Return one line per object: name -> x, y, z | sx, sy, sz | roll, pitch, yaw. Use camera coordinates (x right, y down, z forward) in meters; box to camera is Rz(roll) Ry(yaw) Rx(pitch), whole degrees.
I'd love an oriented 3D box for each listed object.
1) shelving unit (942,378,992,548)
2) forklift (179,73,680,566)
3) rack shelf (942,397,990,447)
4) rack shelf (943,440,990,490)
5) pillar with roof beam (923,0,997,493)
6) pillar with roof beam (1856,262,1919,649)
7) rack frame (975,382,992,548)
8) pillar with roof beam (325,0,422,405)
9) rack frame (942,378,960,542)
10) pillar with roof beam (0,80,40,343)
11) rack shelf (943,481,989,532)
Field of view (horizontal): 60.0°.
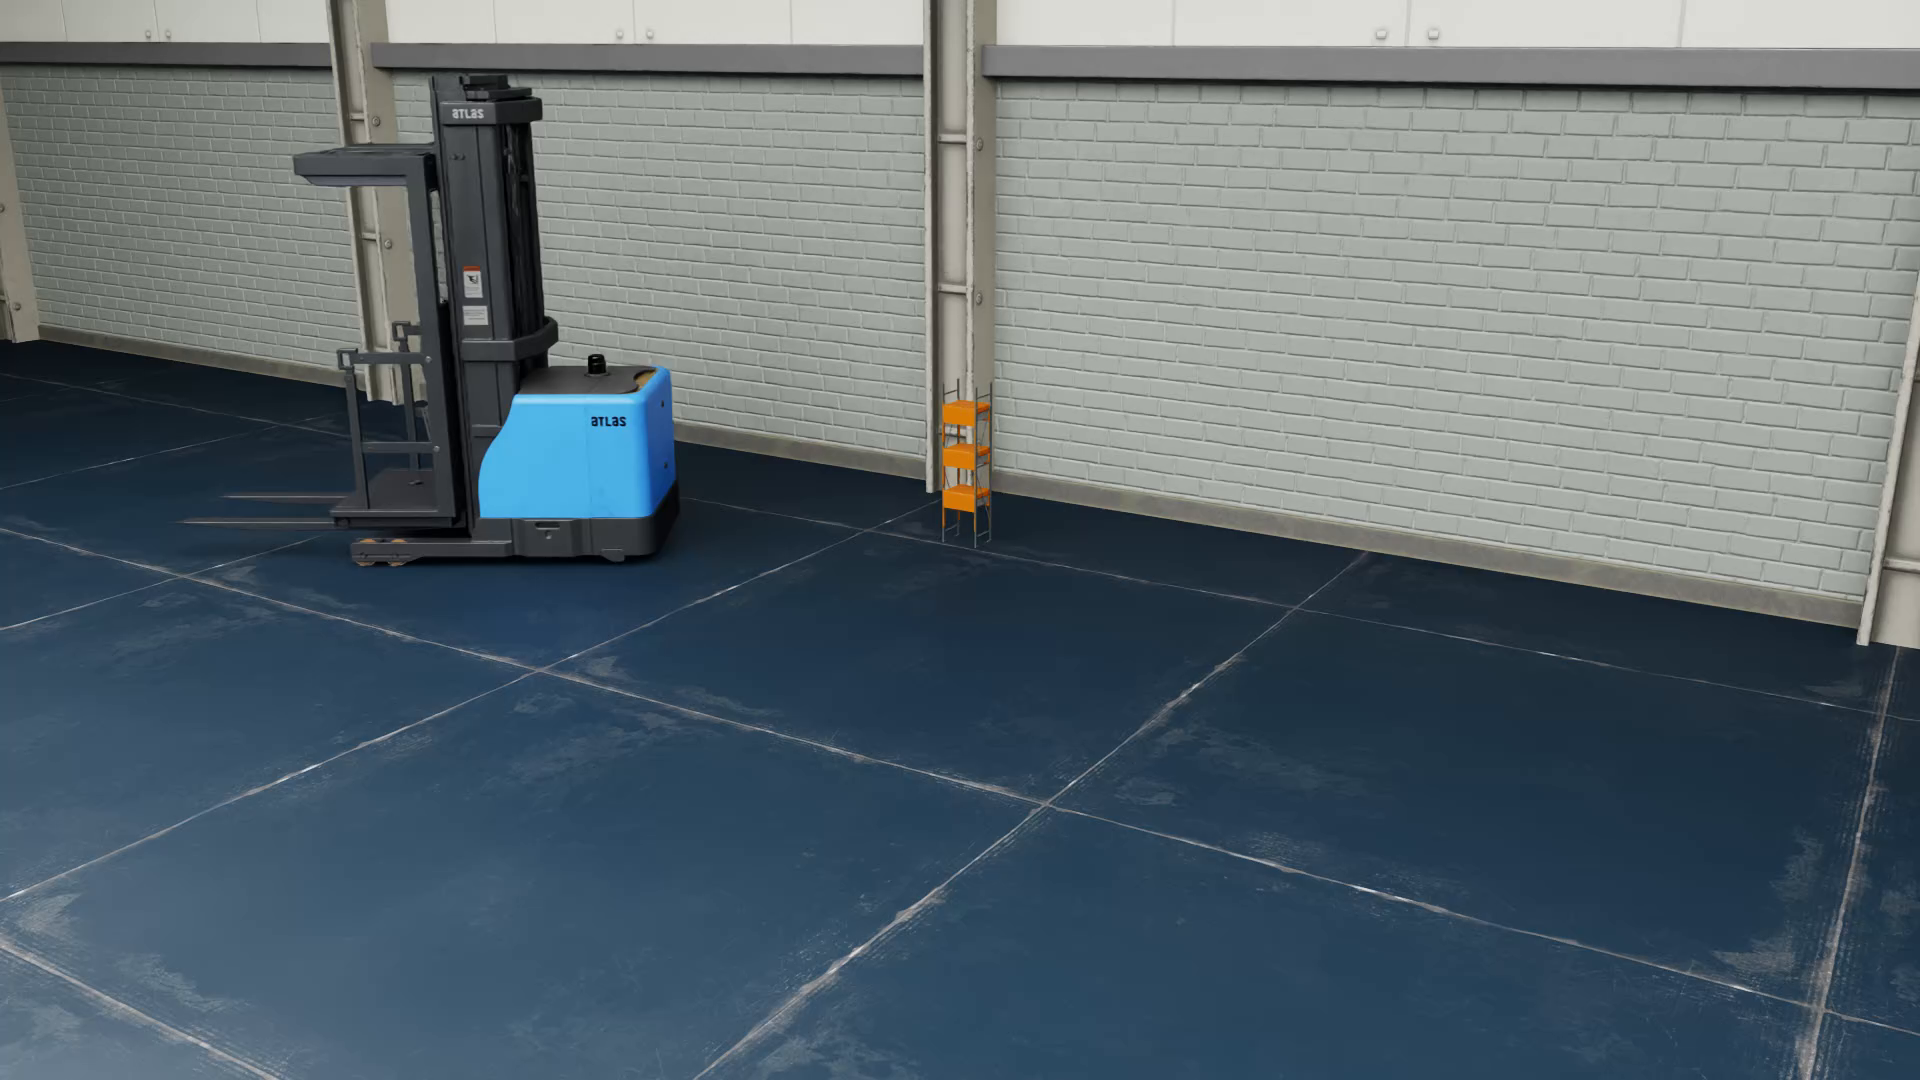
shelving unit -> 0.046, -0.494, 10.702 | 0.252, 1.050, 0.215 | 10, 20, 30
forklift -> -3.410, -1.393, 10.423 | 3.031, 2.935, 1.130 | 0, 17, 0
rack shelf -> 0.046, -0.756, 10.622 | 0.240, 0.259, 0.215 | 10, 20, 30
rack shelf -> 0.046, -0.484, 10.705 | 0.240, 0.259, 0.215 | 10, 20, 30
pillar with roof beam -> -2.253, -3.596, 7.237 | 0.400, 9.000, 9.100 | 10, 20, 30
pillar with roof beam -> 2.860, -2.683, 4.232 | 0.400, 9.000, 9.100 | 10, 20, 30
rack frame -> 0.150, -0.476, 10.641 | 0.008, 1.050, 0.200 | 10, 20, 30
pillar with roof beam -> -7.366, -4.509, 10.241 | 0.400, 9.000, 9.100 | 10, 20, 30
rack frame -> -0.058, -0.513, 10.763 | 0.008, 1.050, 0.200 | 10, 20, 30
pillar with roof beam -> -12.478, -5.421, 13.246 | 0.400, 9.000, 9.100 | 10, 20, 30
rack shelf -> 0.046, -0.218, 10.786 | 0.240, 0.259, 0.215 | 10, 20, 30
